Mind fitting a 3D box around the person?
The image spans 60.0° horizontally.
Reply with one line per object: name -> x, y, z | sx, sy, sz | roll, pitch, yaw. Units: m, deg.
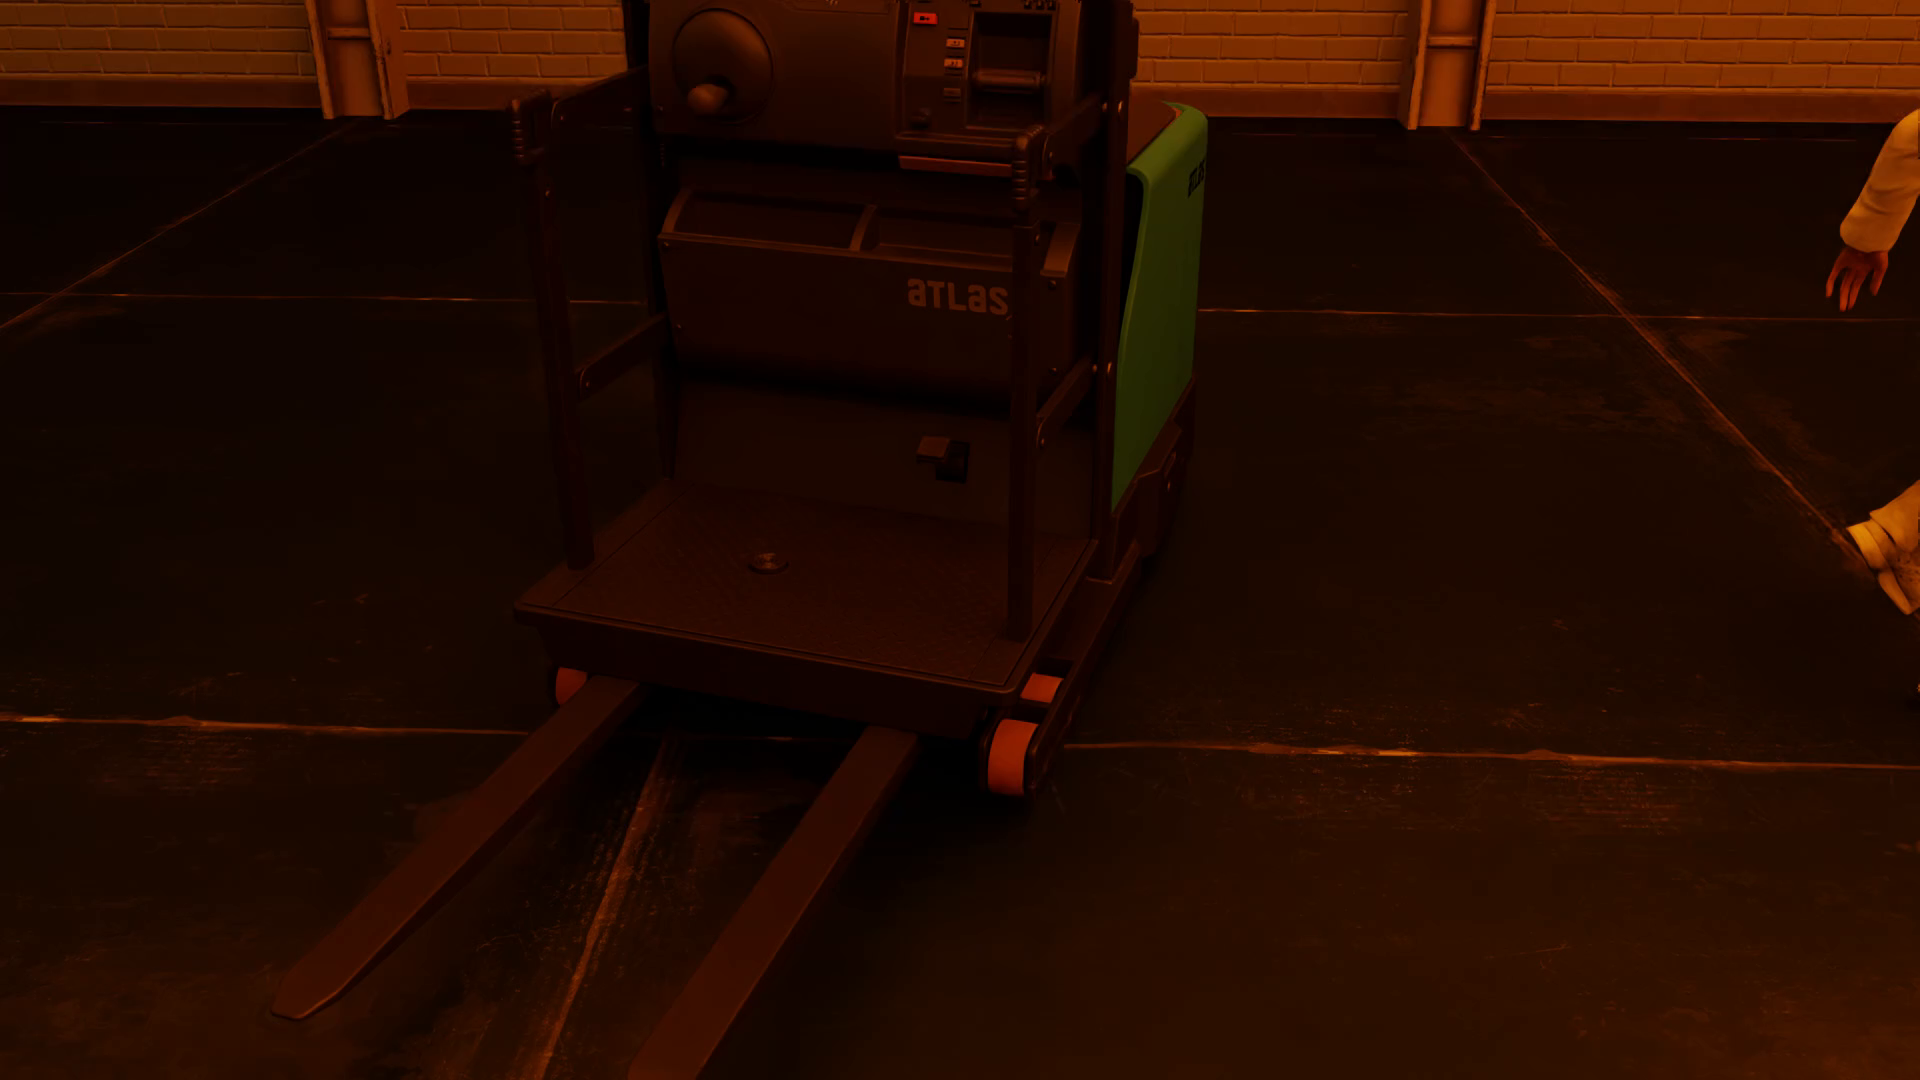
person -> 2.335, -0.422, 3.512 | 0.642, 1.678, 0.868 | -2, 26, -5

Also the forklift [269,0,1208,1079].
forklift -> -0.267, -0.980, 3.195 | 1.130, 2.935, 3.031 | 8, 27, 16
